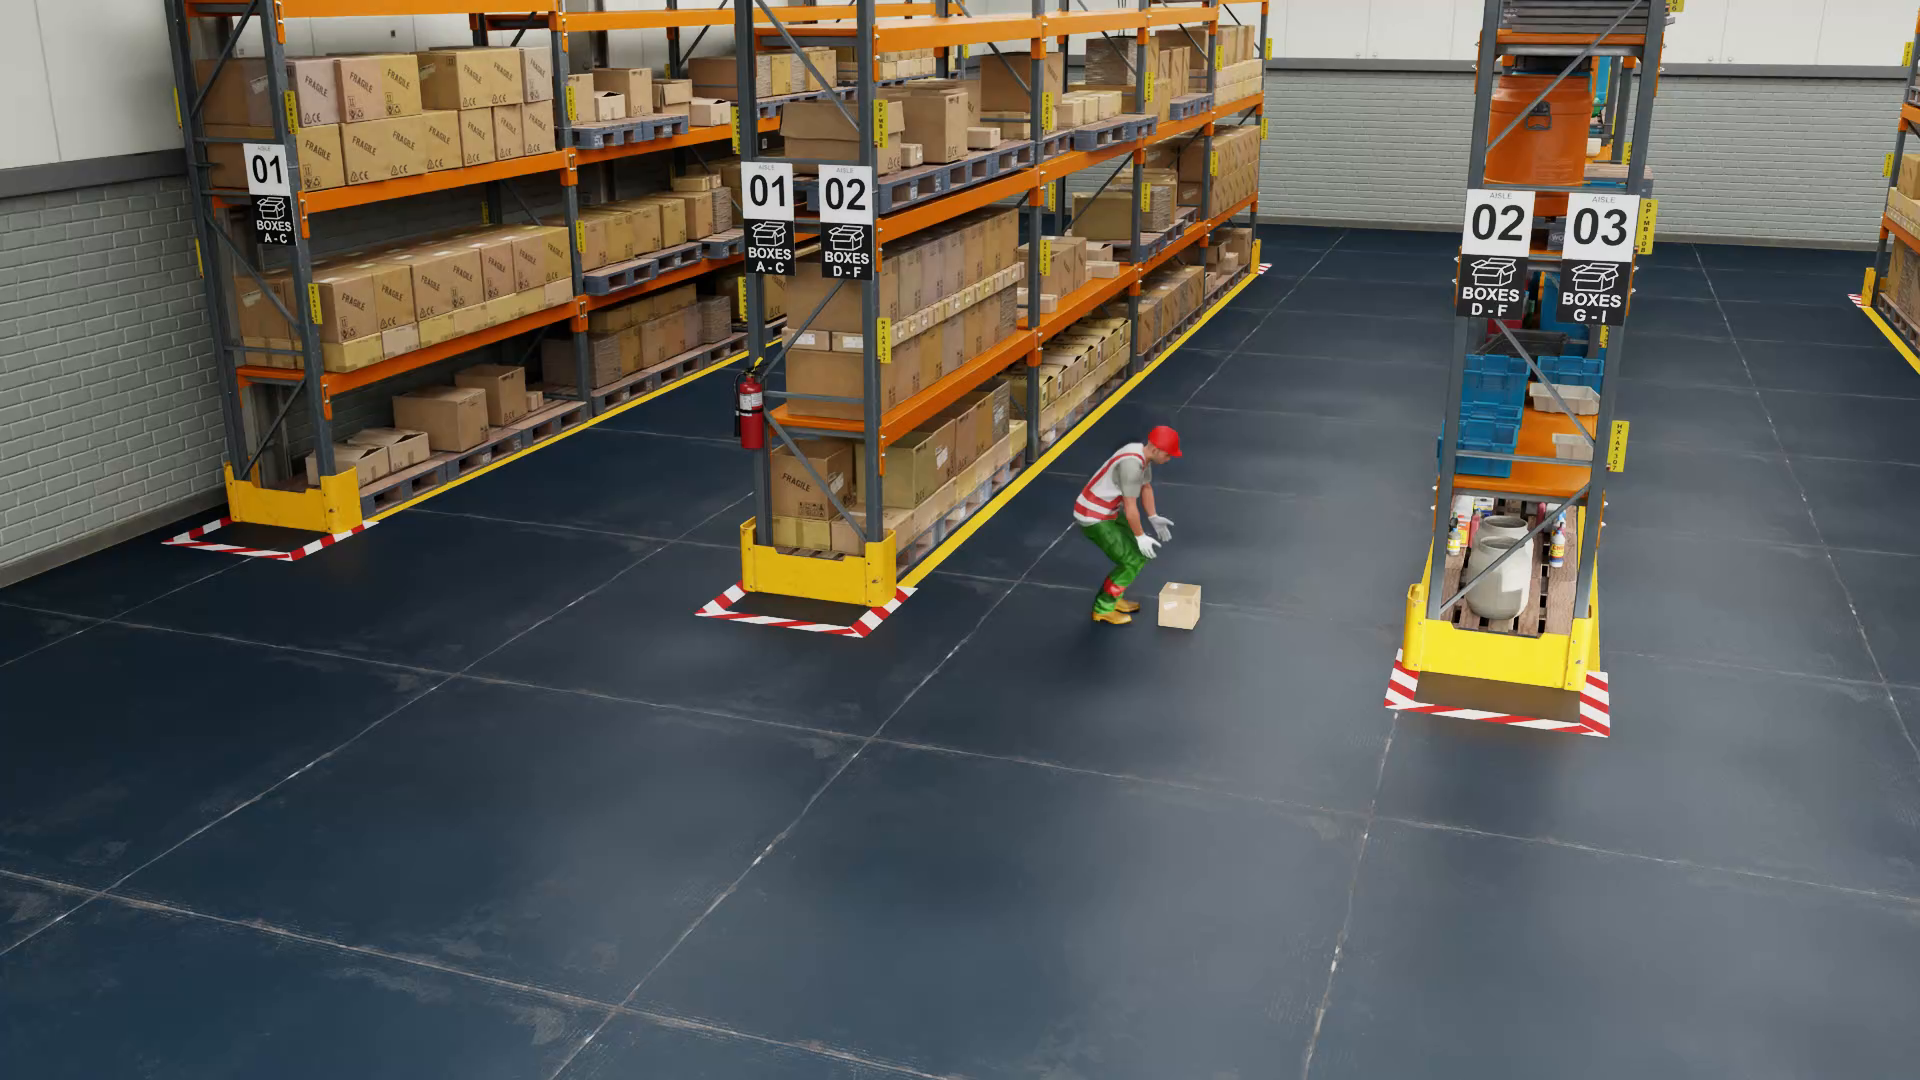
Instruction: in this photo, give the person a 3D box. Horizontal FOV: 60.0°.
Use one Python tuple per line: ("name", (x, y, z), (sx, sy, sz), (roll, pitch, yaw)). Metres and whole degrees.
("person", (1.208, -0.143, 12.000), (0.750, 1.442, 0.583), (6, 19, 18))
